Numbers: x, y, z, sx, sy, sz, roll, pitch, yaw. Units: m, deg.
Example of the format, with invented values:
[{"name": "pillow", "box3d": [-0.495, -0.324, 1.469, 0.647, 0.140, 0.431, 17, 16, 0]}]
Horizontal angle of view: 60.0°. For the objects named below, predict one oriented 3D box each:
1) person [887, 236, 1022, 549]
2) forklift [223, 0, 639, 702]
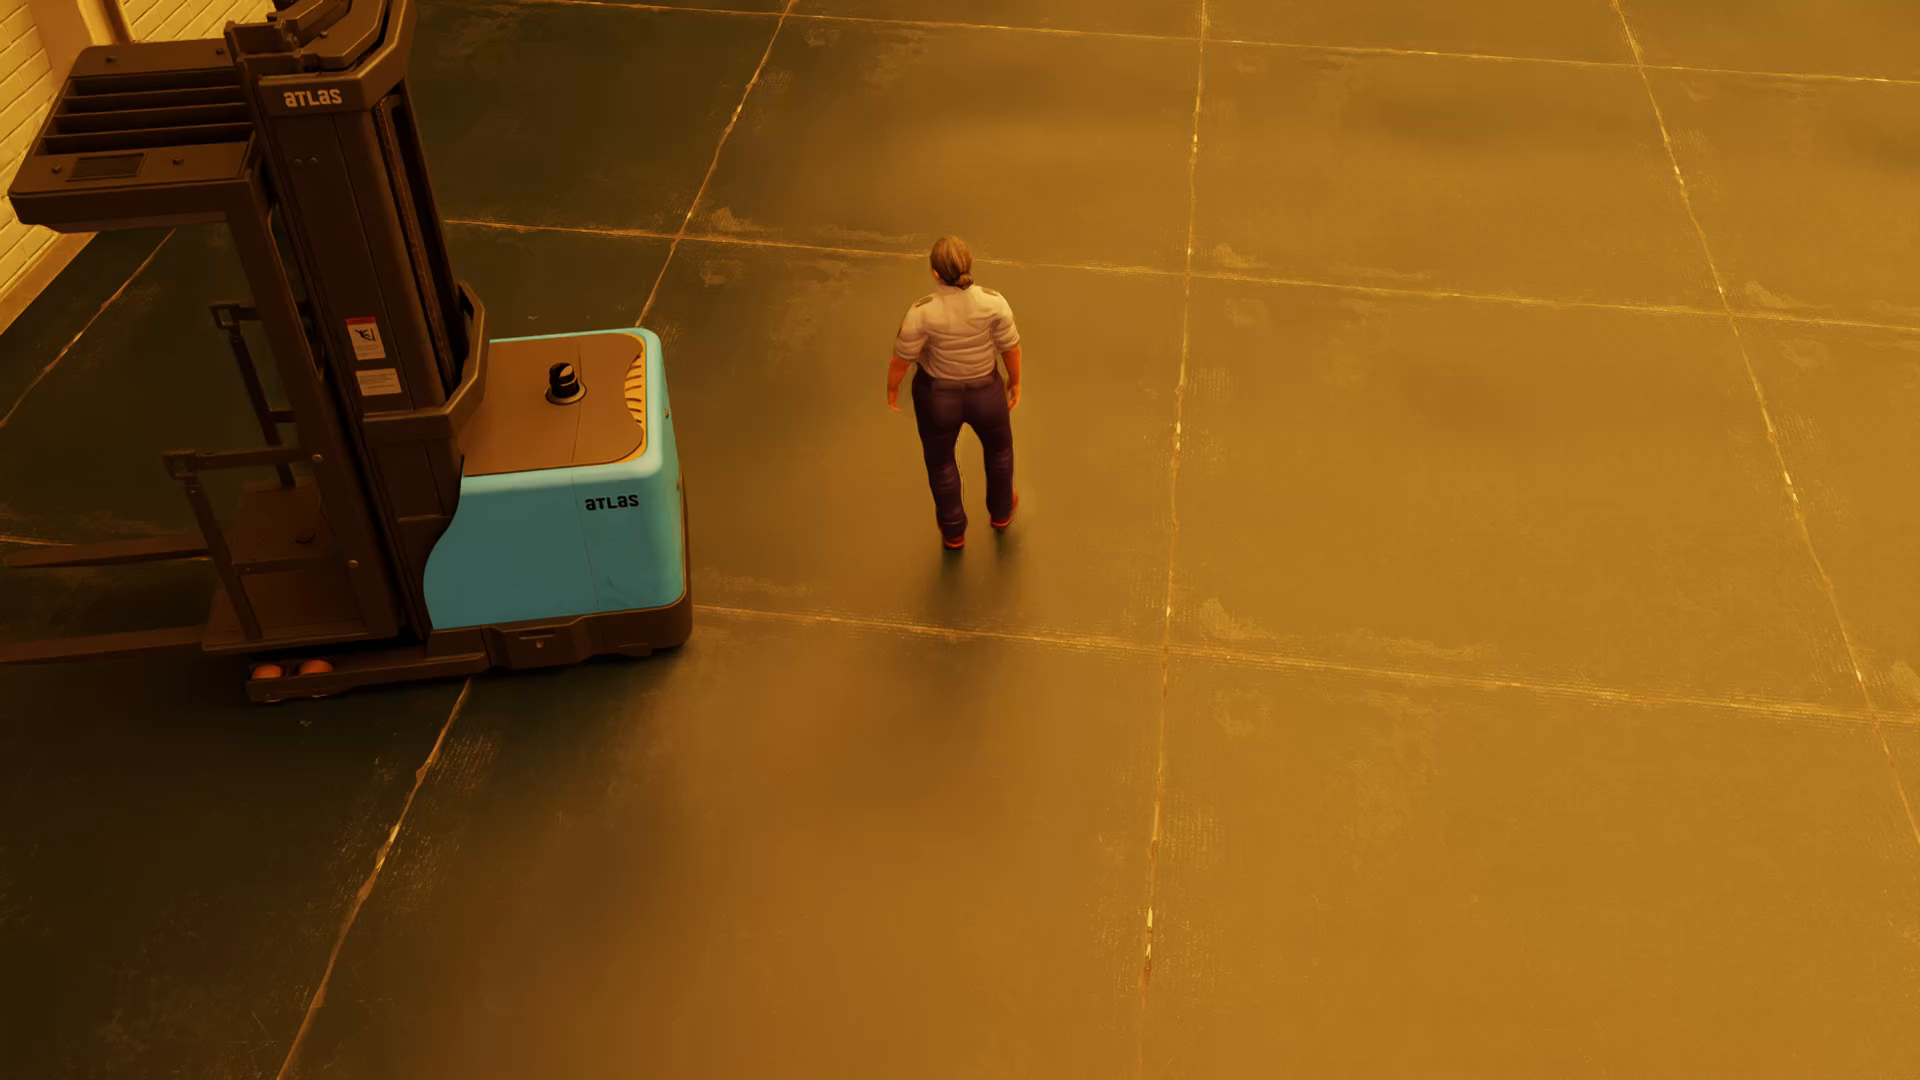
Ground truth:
[{"name": "person", "box3d": [-0.006, -0.673, 7.411, 0.647, 1.649, 0.438, -8, 43, -8]}, {"name": "forklift", "box3d": [-2.745, -0.771, 6.564, 3.031, 2.935, 1.121, -6, 43, -6]}]
